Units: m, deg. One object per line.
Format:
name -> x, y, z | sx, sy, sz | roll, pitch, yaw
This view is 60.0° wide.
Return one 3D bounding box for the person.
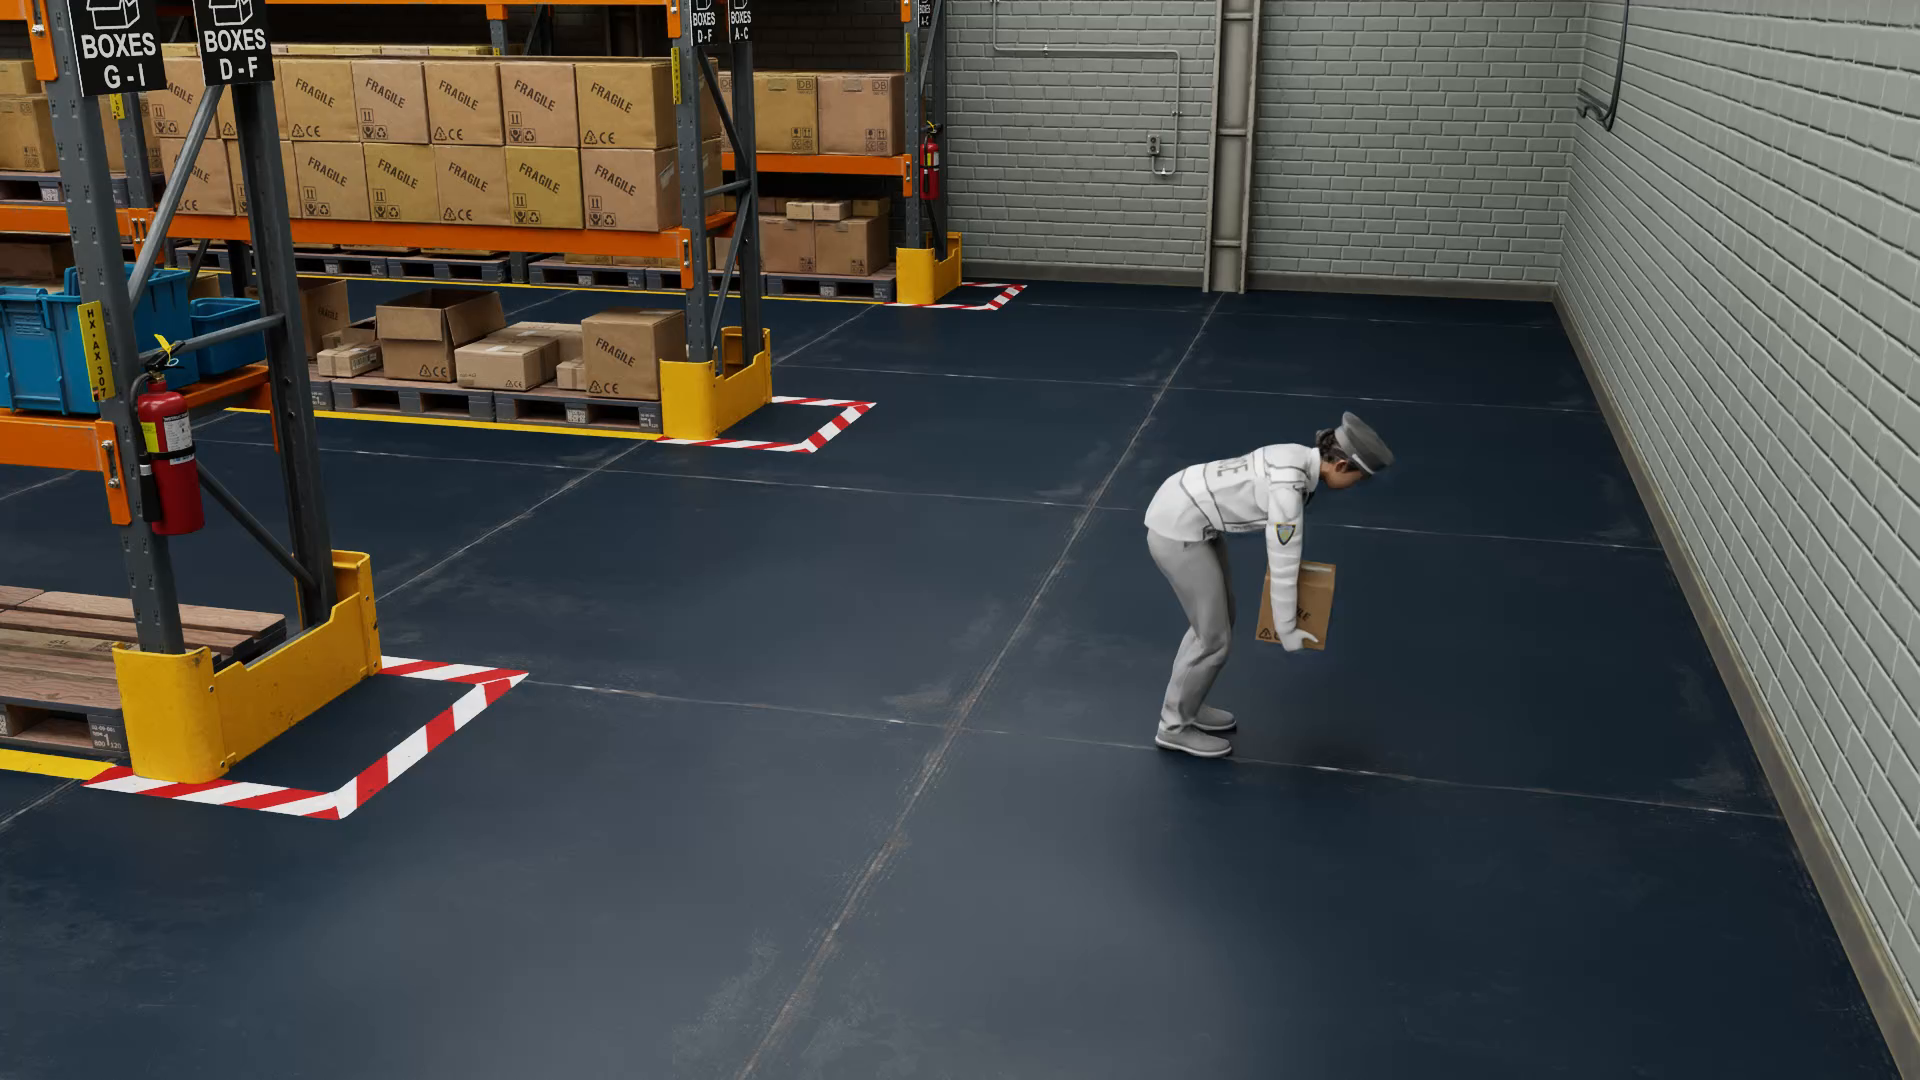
person -> 1.008, 0.022, 6.152 | 0.623, 1.572, 0.407 | 4, 19, 12
